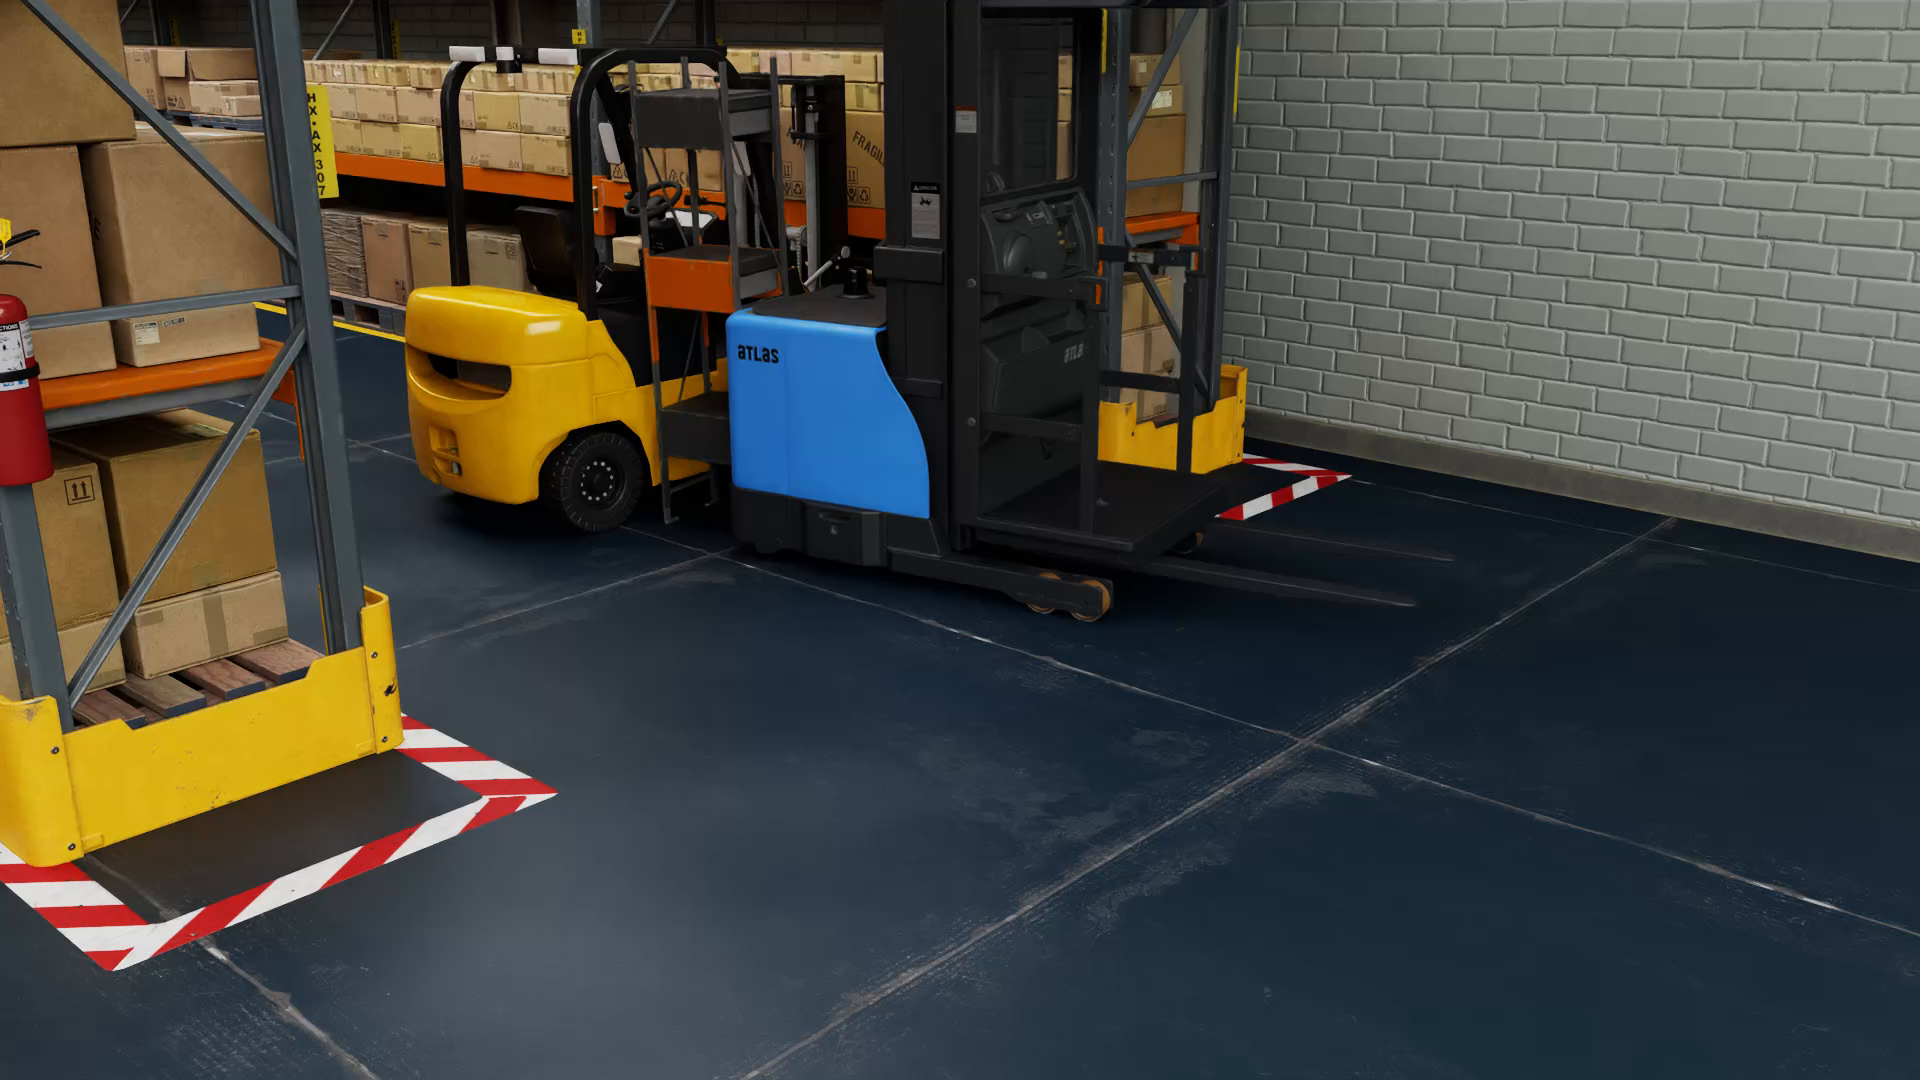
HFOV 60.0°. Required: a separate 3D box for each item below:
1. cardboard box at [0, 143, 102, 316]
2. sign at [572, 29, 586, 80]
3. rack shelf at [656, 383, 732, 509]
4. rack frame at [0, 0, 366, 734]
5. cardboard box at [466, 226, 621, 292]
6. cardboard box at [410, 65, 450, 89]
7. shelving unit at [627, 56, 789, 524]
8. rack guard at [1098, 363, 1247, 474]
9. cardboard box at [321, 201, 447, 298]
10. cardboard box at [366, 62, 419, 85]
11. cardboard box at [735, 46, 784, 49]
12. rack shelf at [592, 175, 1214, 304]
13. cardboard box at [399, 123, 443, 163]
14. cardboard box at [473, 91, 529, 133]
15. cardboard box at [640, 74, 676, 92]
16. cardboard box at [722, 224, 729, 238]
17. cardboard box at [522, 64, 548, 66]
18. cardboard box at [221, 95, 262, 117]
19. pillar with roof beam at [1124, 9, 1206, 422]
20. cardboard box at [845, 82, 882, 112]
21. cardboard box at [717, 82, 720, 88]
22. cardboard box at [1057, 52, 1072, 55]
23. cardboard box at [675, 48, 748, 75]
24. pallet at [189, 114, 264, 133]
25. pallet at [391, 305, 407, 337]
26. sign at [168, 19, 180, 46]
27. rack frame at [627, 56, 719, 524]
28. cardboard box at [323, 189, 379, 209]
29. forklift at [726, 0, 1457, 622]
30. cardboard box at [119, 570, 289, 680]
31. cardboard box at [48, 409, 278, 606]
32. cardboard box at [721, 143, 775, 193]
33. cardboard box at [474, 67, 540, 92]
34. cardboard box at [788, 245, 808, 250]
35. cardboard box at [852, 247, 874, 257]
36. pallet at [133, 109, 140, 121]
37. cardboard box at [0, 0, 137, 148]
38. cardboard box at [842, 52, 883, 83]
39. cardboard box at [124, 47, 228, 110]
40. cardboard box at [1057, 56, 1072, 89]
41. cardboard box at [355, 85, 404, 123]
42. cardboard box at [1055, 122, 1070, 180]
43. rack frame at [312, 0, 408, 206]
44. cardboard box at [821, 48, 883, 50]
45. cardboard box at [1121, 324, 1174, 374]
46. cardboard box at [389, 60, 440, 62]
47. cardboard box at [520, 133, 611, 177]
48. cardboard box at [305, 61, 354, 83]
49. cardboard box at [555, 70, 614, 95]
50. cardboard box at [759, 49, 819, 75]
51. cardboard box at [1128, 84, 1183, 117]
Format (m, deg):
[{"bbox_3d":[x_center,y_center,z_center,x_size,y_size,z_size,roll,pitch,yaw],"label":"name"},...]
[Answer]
[{"bbox_3d":[-2.864,-0.884,4.783,0.500,0.500,0.500,15,23,38],"label":"cardboard box"},{"bbox_3d":[-2.328,-2.965,10.211,0.005,0.325,0.100,15,23,39],"label":"sign"},{"bbox_3d":[-1.084,-0.418,7.782,0.480,0.518,0.431,9,21,28],"label":"rack shelf"},{"bbox_3d":[-2.275,-0.648,4.696,0.127,3.000,1.000,15,23,39],"label":"rack frame"},{"bbox_3d":[-2.948,-1.903,11.882,0.625,0.625,0.875,15,23,39],"label":"cardboard box"},{"bbox_3d":[-3.603,-3.236,11.612,0.250,0.149,0.380,14,23,38],"label":"cardboard box"},{"bbox_3d":[-1.097,-1.093,7.553,0.503,2.100,0.431,9,21,28],"label":"shelving unit"},{"bbox_3d":[1.035,-0.576,8.600,0.348,0.500,1.175,15,23,39],"label":"rack guard"},{"bbox_3d":[-4.509,-2.318,13.189,0.625,0.625,0.875,16,24,41],"label":"cardboard box"},{"bbox_3d":[-4.102,-3.412,12.167,0.250,0.149,0.380,15,23,40],"label":"cardboard box"},{"bbox_3d":[-1.169,-2.968,10.276,0.250,0.149,0.380,15,23,39],"label":"cardboard box"},{"bbox_3d":[-0.479,-1.831,9.611,4.000,0.370,1.077,15,23,39],"label":"rack shelf"},{"bbox_3d":[-3.647,-2.854,11.894,0.500,0.250,0.500,16,24,41],"label":"cardboard box"},{"bbox_3d":[-2.901,-2.884,11.163,0.500,0.250,0.500,14,23,38],"label":"cardboard box"},{"bbox_3d":[-1.716,-2.757,10.102,0.250,0.149,0.380,16,23,41],"label":"cardboard box"},{"bbox_3d":[-1.478,-1.886,10.795,0.500,0.250,0.500,16,23,40],"label":"cardboard box"},{"bbox_3d":[-3.014,-3.319,11.874,0.250,0.149,0.380,15,23,39],"label":"cardboard box"},{"bbox_3d":[-5.713,-3.504,13.415,0.250,0.149,0.380,16,23,40],"label":"cardboard box"},{"bbox_3d":[-1.763,-4.001,5.343,0.400,9.000,9.100,15,23,39],"label":"pillar with roof beam"},{"bbox_3d":[-0.404,-2.387,8.937,0.250,0.149,0.380,15,23,40],"label":"cardboard box"},{"bbox_3d":[-1.172,-2.592,9.581,0.250,0.149,0.380,15,23,39],"label":"cardboard box"},{"bbox_3d":[0.527,-2.496,8.790,0.250,0.149,0.380,16,23,40],"label":"cardboard box"},{"bbox_3d":[-1.481,-2.862,9.940,0.250,0.149,0.380,14,23,38],"label":"cardboard box"},{"bbox_3d":[-5.520,-3.407,13.706,1.003,0.211,1.213,15,23,39],"label":"pallet"},{"bbox_3d":[-3.469,-1.630,12.399,1.213,0.211,1.003,15,23,39],"label":"pallet"},{"bbox_3d":[-7.593,-4.860,16.052,0.005,0.325,0.100,15,23,39],"label":"sign"},{"bbox_3d":[-1.310,-1.128,7.667,0.015,2.100,0.400,9,21,28],"label":"rack frame"},{"bbox_3d":[-5.150,-2.872,14.067,0.250,0.149,0.380,17,24,42],"label":"cardboard box"},{"bbox_3d":[0.512,-1.254,6.719,3.031,2.935,1.130,10,20,28],"label":"forklift"},{"bbox_3d":[-2.695,0.238,5.756,0.500,0.250,0.500,15,23,39],"label":"cardboard box"},{"bbox_3d":[-2.713,-0.125,5.657,0.500,0.500,0.500,14,22,37],"label":"cardboard box"},{"bbox_3d":[-1.036,-2.272,9.648,0.500,0.500,0.500,15,23,39],"label":"cardboard box"},{"bbox_3d":[-3.016,-3.082,11.127,0.250,0.149,0.380,14,22,38],"label":"cardboard box"},{"bbox_3d":[-1.066,-1.571,9.802,0.500,0.250,0.500,16,24,41],"label":"cardboard box"},{"bbox_3d":[-0.339,-1.584,9.844,0.500,0.250,0.500,14,23,38],"label":"cardboard box"},{"bbox_3d":[-7.433,-3.905,15.274,1.213,0.211,1.003,15,23,39],"label":"pallet"},{"bbox_3d":[-2.802,-1.368,4.652,0.500,0.500,0.700,14,23,38],"label":"cardboard box"},{"bbox_3d":[-0.412,-2.529,8.891,0.250,0.149,0.380,16,23,40],"label":"cardboard box"},{"bbox_3d":[-6.771,-4.020,14.460,0.500,0.500,0.700,15,23,39],"label":"cardboard box"},{"bbox_3d":[0.609,-2.295,8.155,0.250,0.149,0.380,15,23,39],"label":"cardboard box"},{"bbox_3d":[-4.044,-3.191,12.129,0.500,0.250,0.500,14,23,38],"label":"cardboard box"},{"bbox_3d":[0.474,-1.859,8.346,0.500,0.500,0.500,14,23,38],"label":"cardboard box"},{"bbox_3d":[-4.967,-3.378,13.298,0.127,3.000,1.000,15,23,39],"label":"rack frame"},{"bbox_3d":[-0.599,-2.814,9.789,0.250,0.149,0.380,15,23,39],"label":"cardboard box"},{"bbox_3d":[0.803,-1.041,8.959,0.500,0.250,0.500,16,23,40],"label":"cardboard box"},{"bbox_3d":[-4.166,-3.623,12.830,0.250,0.149,0.380,15,23,39],"label":"cardboard box"},{"bbox_3d":[-2.525,-2.546,10.922,0.500,0.250,0.500,16,23,40],"label":"cardboard box"},{"bbox_3d":[-4.723,-3.551,12.605,0.250,0.149,0.380,16,23,40],"label":"cardboard box"},{"bbox_3d":[-2.378,-2.950,10.712,0.250,0.149,0.380,16,24,41],"label":"cardboard box"},{"bbox_3d":[-0.917,-2.702,9.438,0.250,0.149,0.380,15,23,39],"label":"cardboard box"},{"bbox_3d":[0.935,-2.256,8.523,0.250,0.149,0.380,14,23,38],"label":"cardboard box"}]
